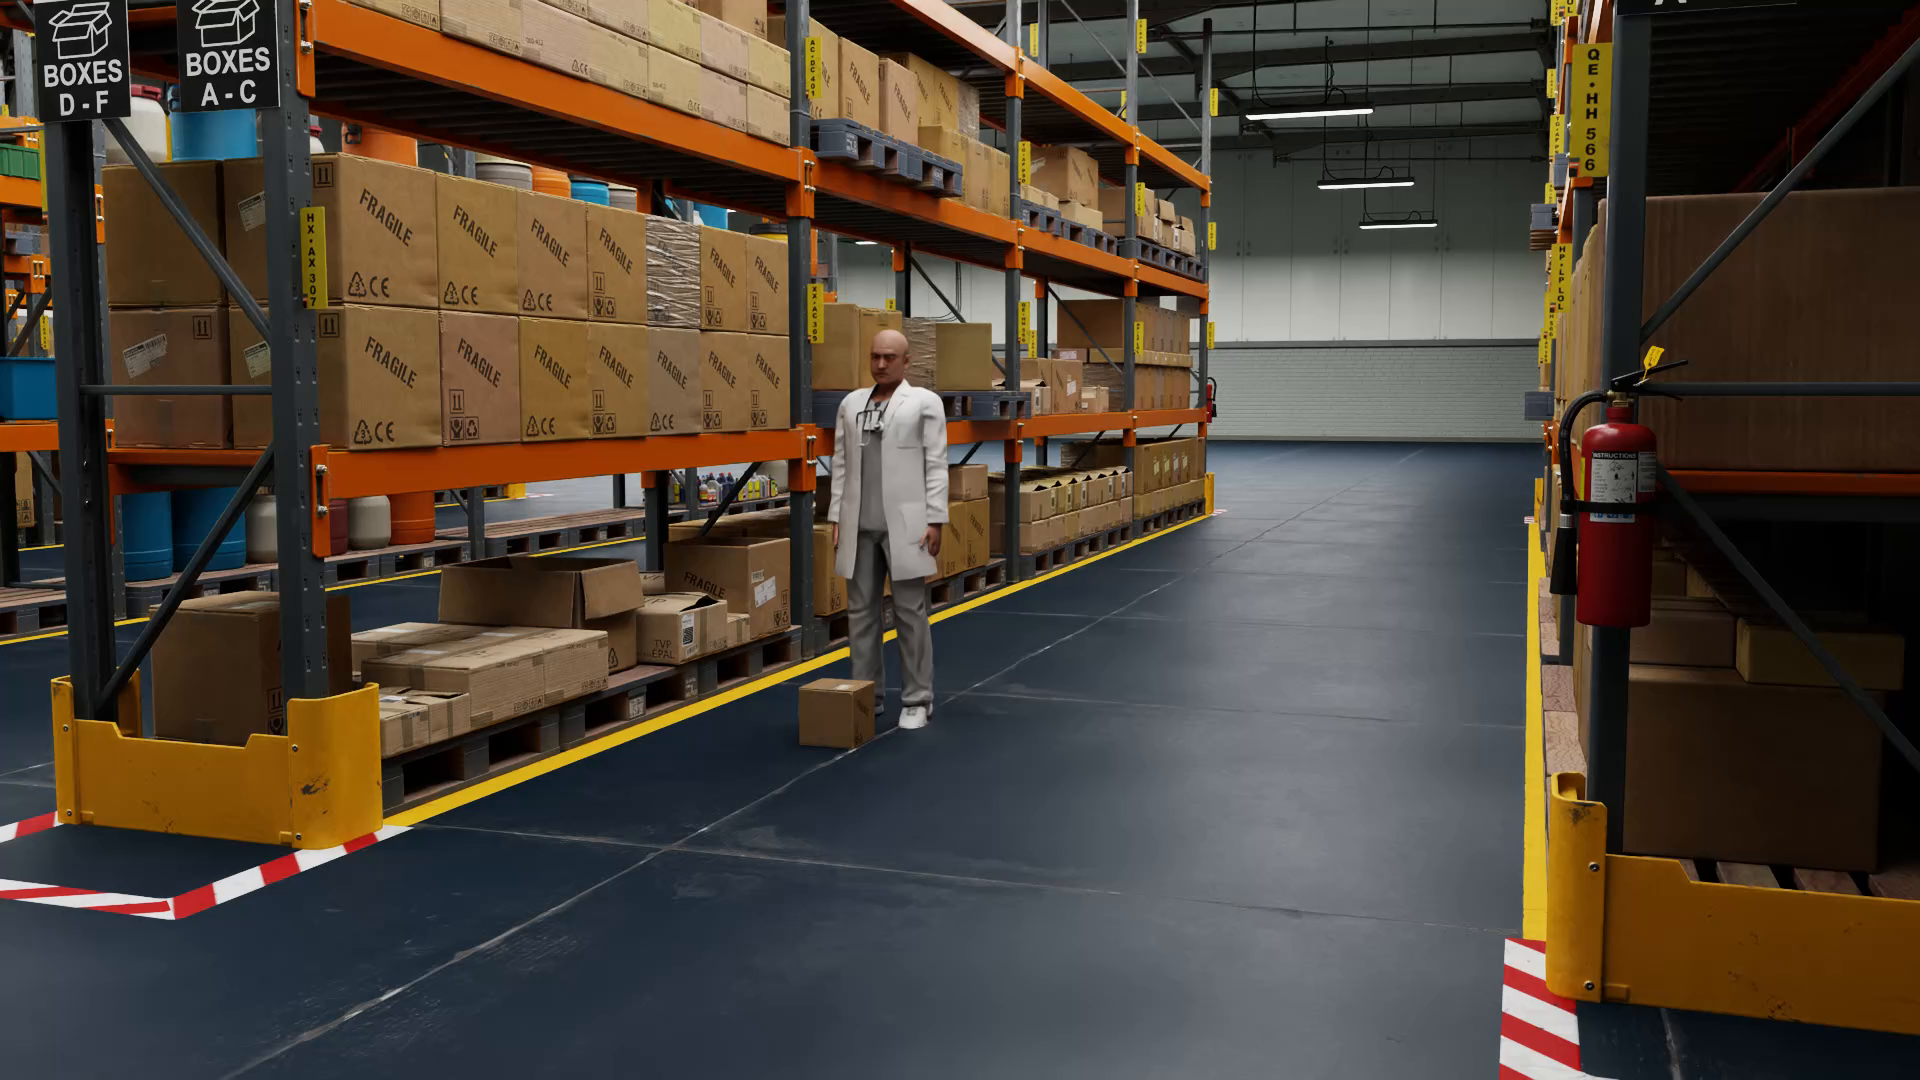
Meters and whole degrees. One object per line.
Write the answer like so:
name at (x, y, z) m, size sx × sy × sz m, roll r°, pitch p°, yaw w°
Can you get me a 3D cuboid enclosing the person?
person at (-0.337, -0.038, 7.565) m, size 0.588 × 1.825 × 0.404 m, roll 2°, pitch 5°, yaw 22°
